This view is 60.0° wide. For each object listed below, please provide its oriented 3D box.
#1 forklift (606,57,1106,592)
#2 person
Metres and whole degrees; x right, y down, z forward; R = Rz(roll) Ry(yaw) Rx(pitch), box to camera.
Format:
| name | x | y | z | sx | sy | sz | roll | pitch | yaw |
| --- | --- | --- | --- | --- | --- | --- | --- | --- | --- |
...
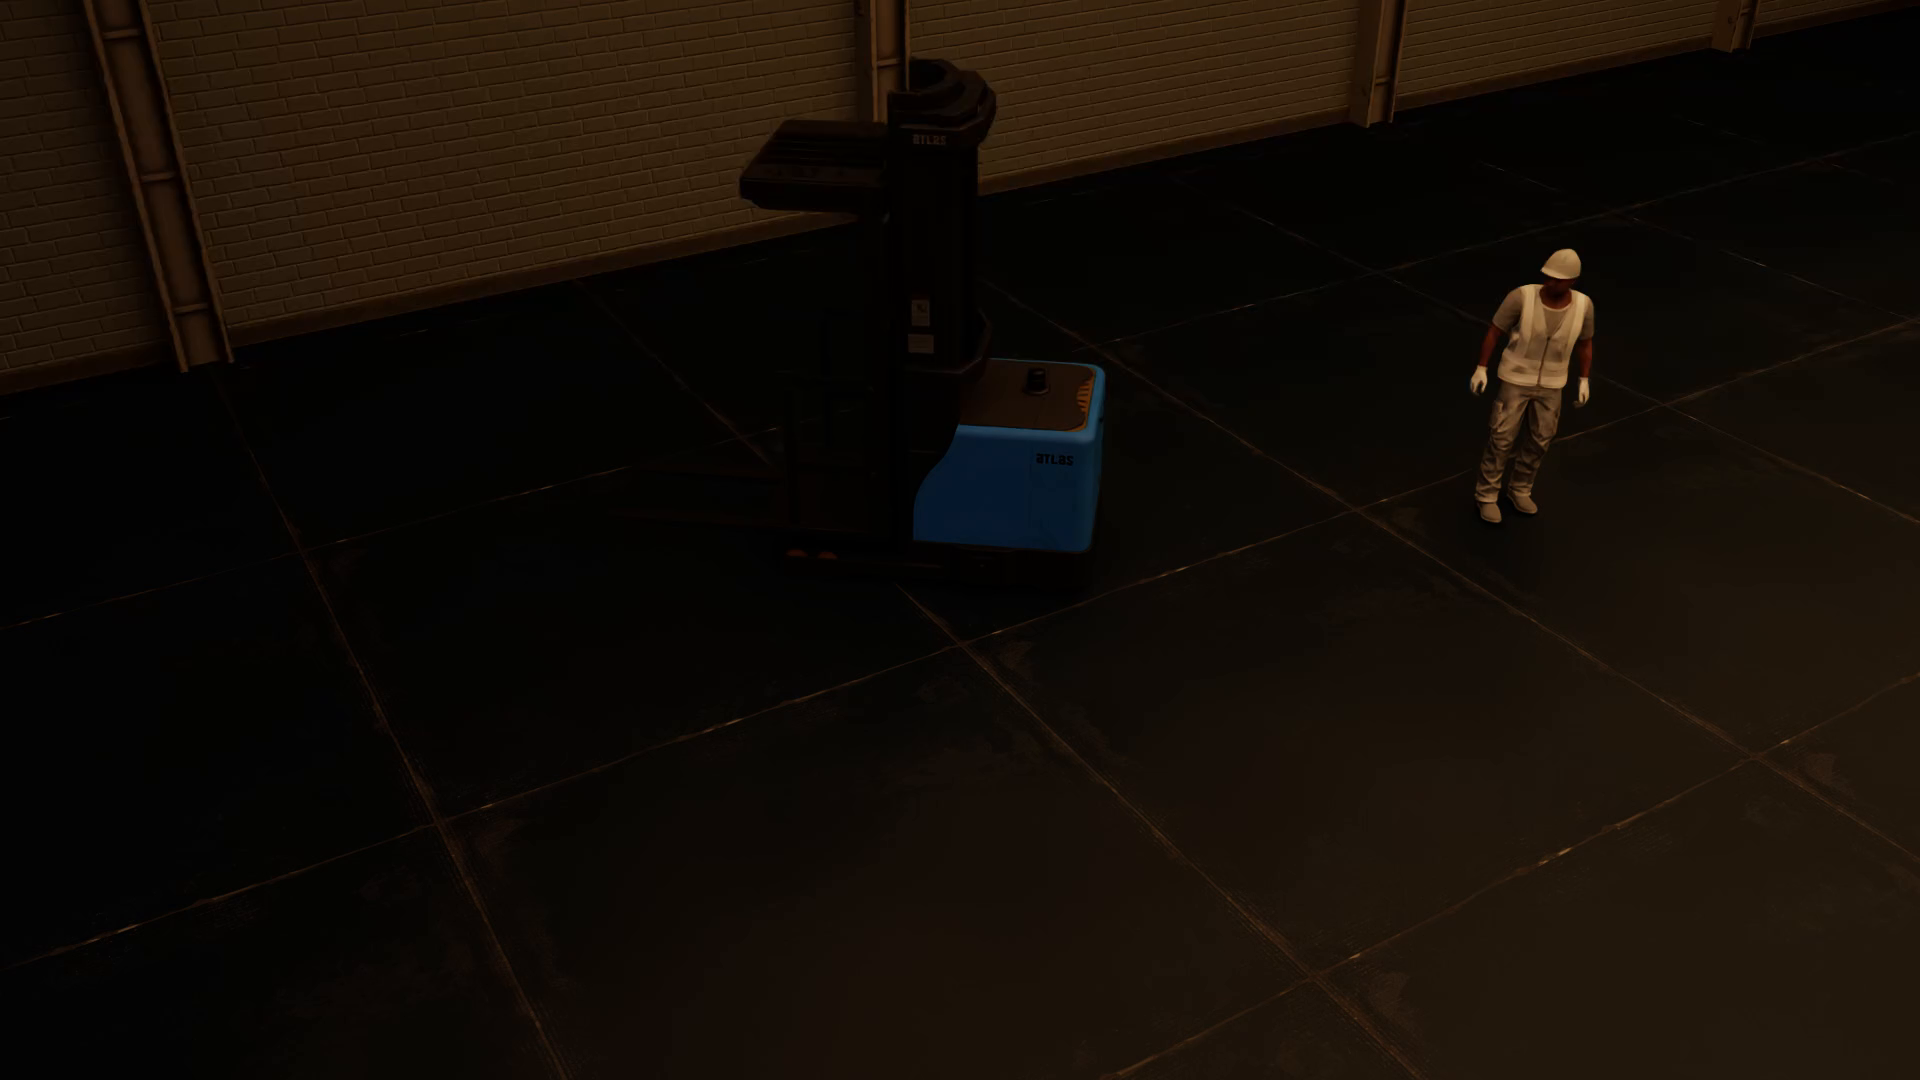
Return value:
| name | x | y | z | sx | sy | sz | roll | pitch | yaw |
| --- | --- | --- | --- | --- | --- | --- | --- | --- | --- |
| forklift | -0.656 | -1.282 | 9.789 | 3.031 | 2.935 | 1.130 | 4 | 31 | 7 |
| person | 3.574 | -0.960 | 10.374 | 0.733 | 1.781 | 0.457 | 1 | 31 | 2 |
